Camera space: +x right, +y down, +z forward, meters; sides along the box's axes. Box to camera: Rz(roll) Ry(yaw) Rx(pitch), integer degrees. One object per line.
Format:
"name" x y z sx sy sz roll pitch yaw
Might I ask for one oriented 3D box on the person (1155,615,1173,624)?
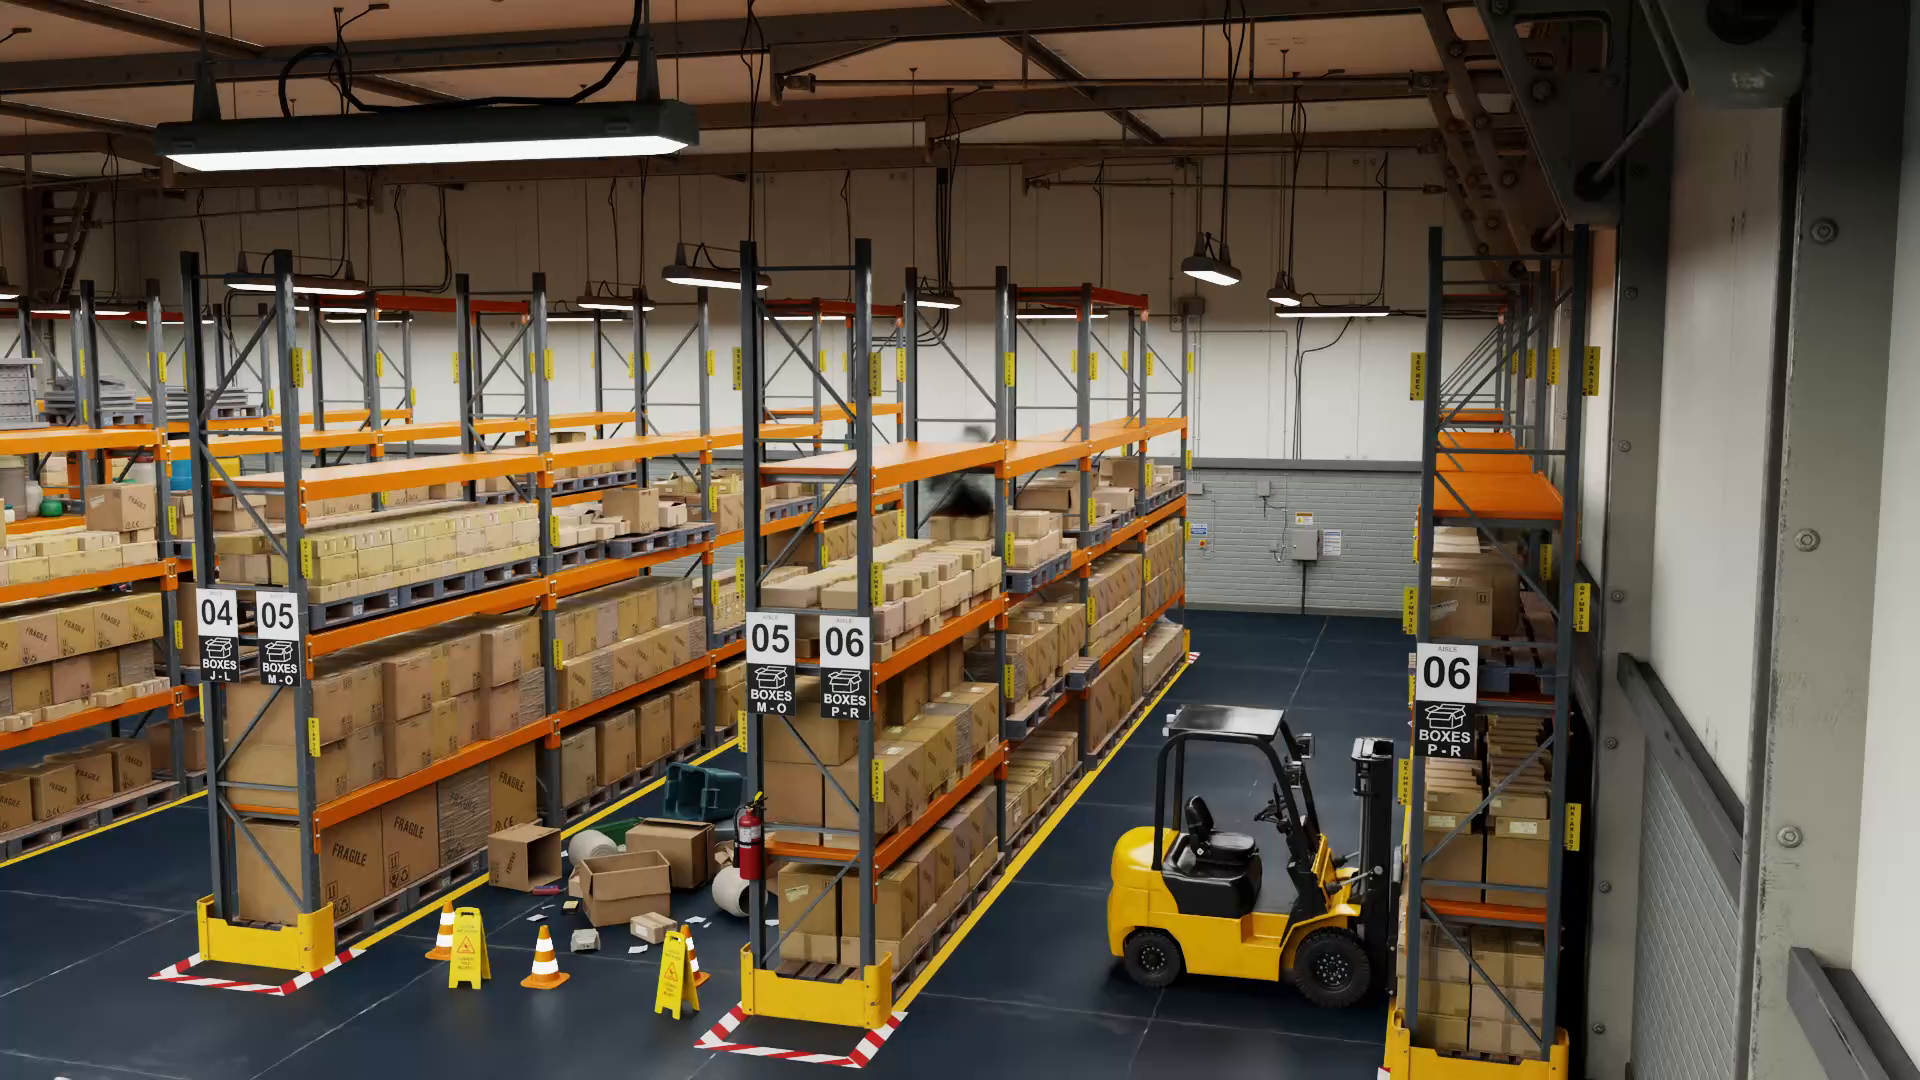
"person" 3.408 1.020 29.474 0.752 1.743 0.745 5 8 37
